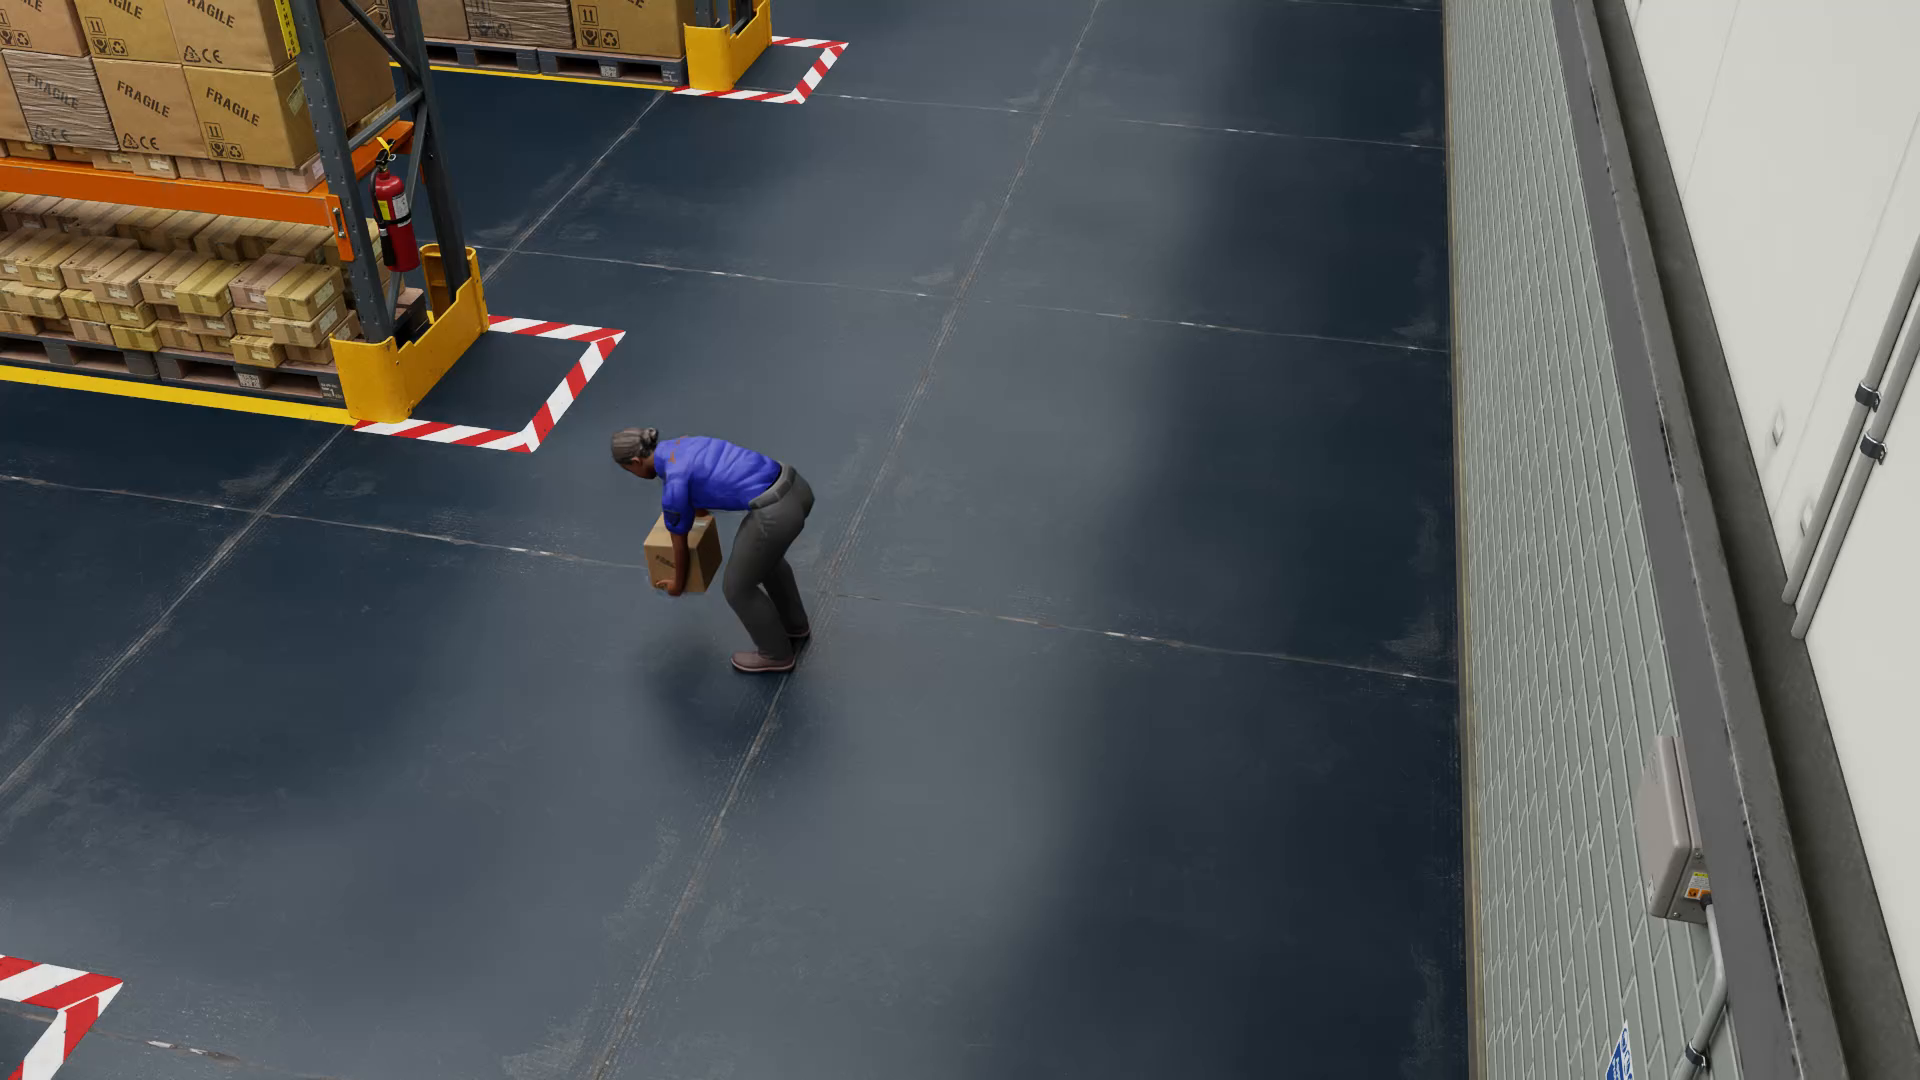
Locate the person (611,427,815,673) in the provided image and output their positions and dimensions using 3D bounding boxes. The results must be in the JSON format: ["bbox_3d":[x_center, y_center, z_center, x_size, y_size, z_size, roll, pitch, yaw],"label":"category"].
[{"bbox_3d":[-1.071,0.018,7.368,0.858,1.155,0.418,6,37,9],"label":"person"}]
